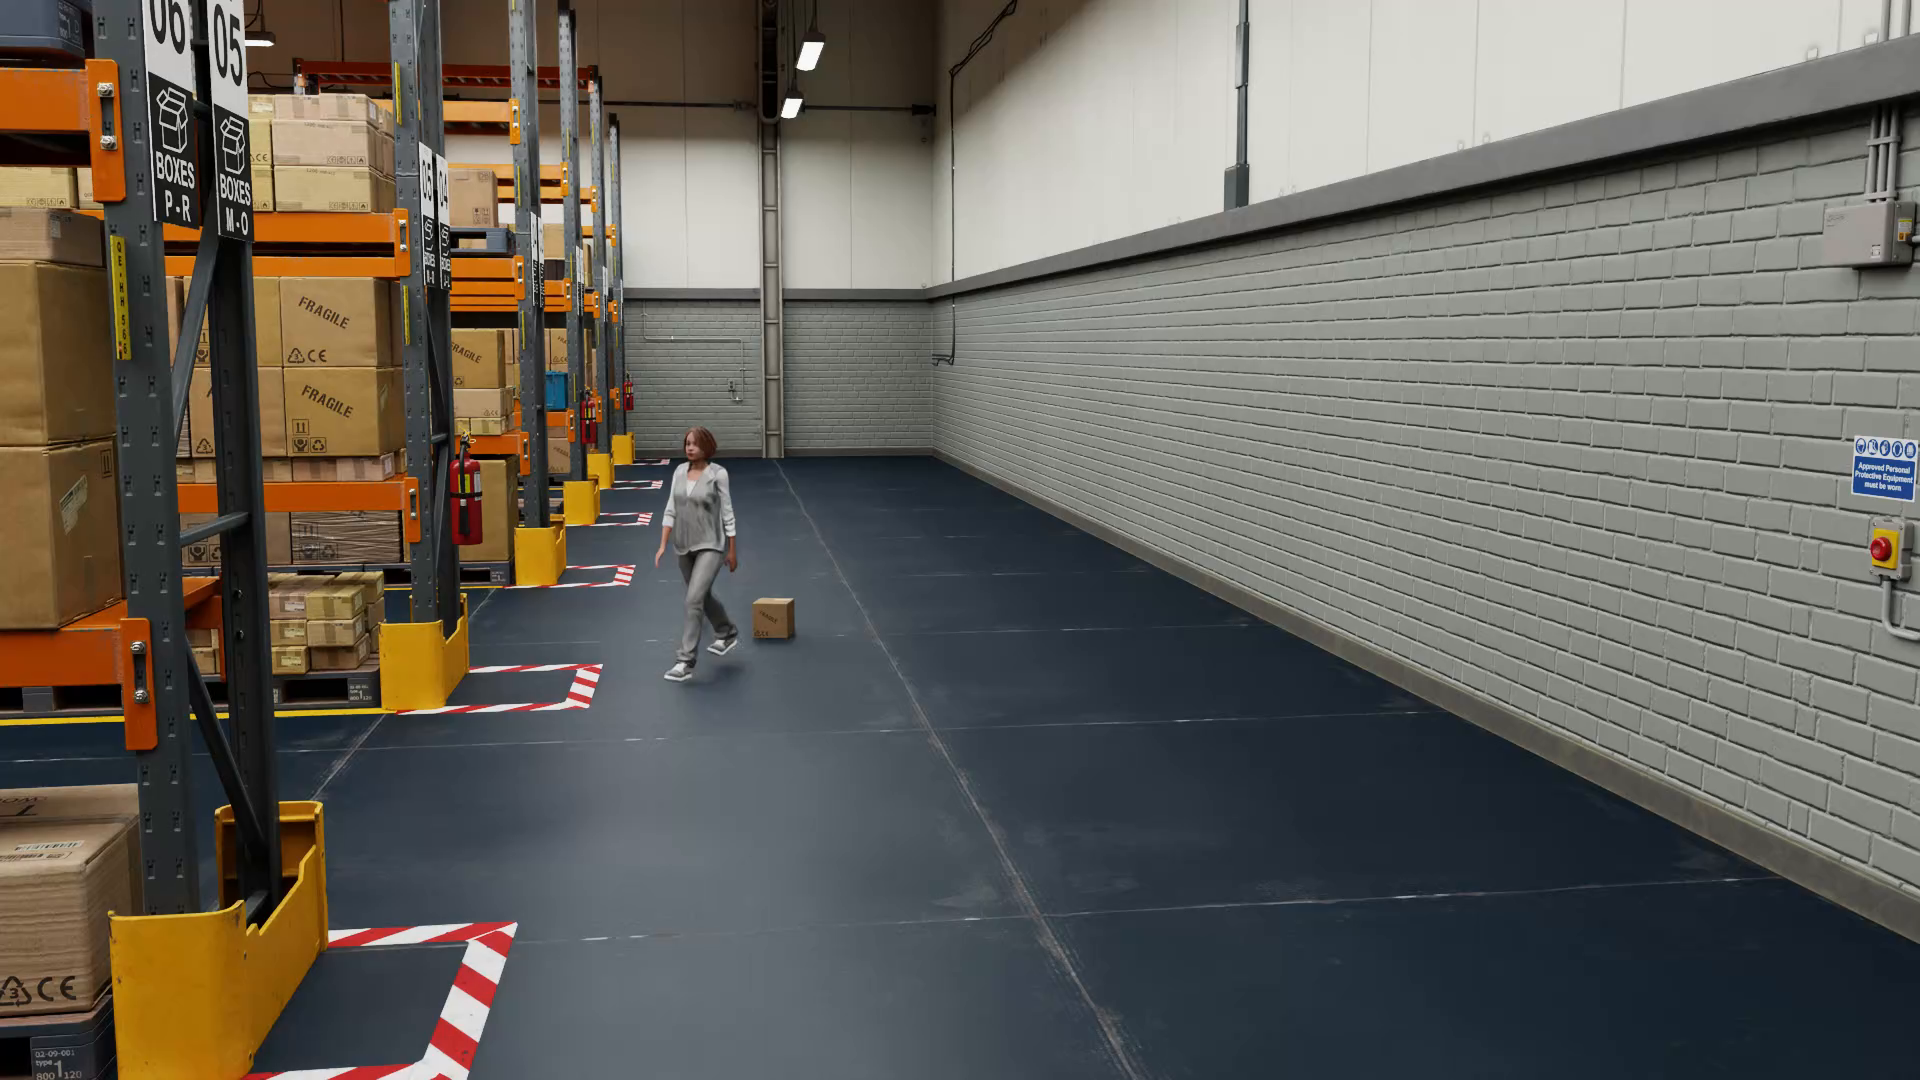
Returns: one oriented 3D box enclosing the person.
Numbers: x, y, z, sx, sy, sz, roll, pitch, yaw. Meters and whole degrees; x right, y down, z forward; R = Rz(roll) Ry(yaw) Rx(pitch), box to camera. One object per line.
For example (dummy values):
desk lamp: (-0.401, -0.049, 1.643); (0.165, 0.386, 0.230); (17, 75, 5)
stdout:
person: (-1.639, 0.104, 10.444); (0.429, 1.443, 0.956); (3, 7, 23)
